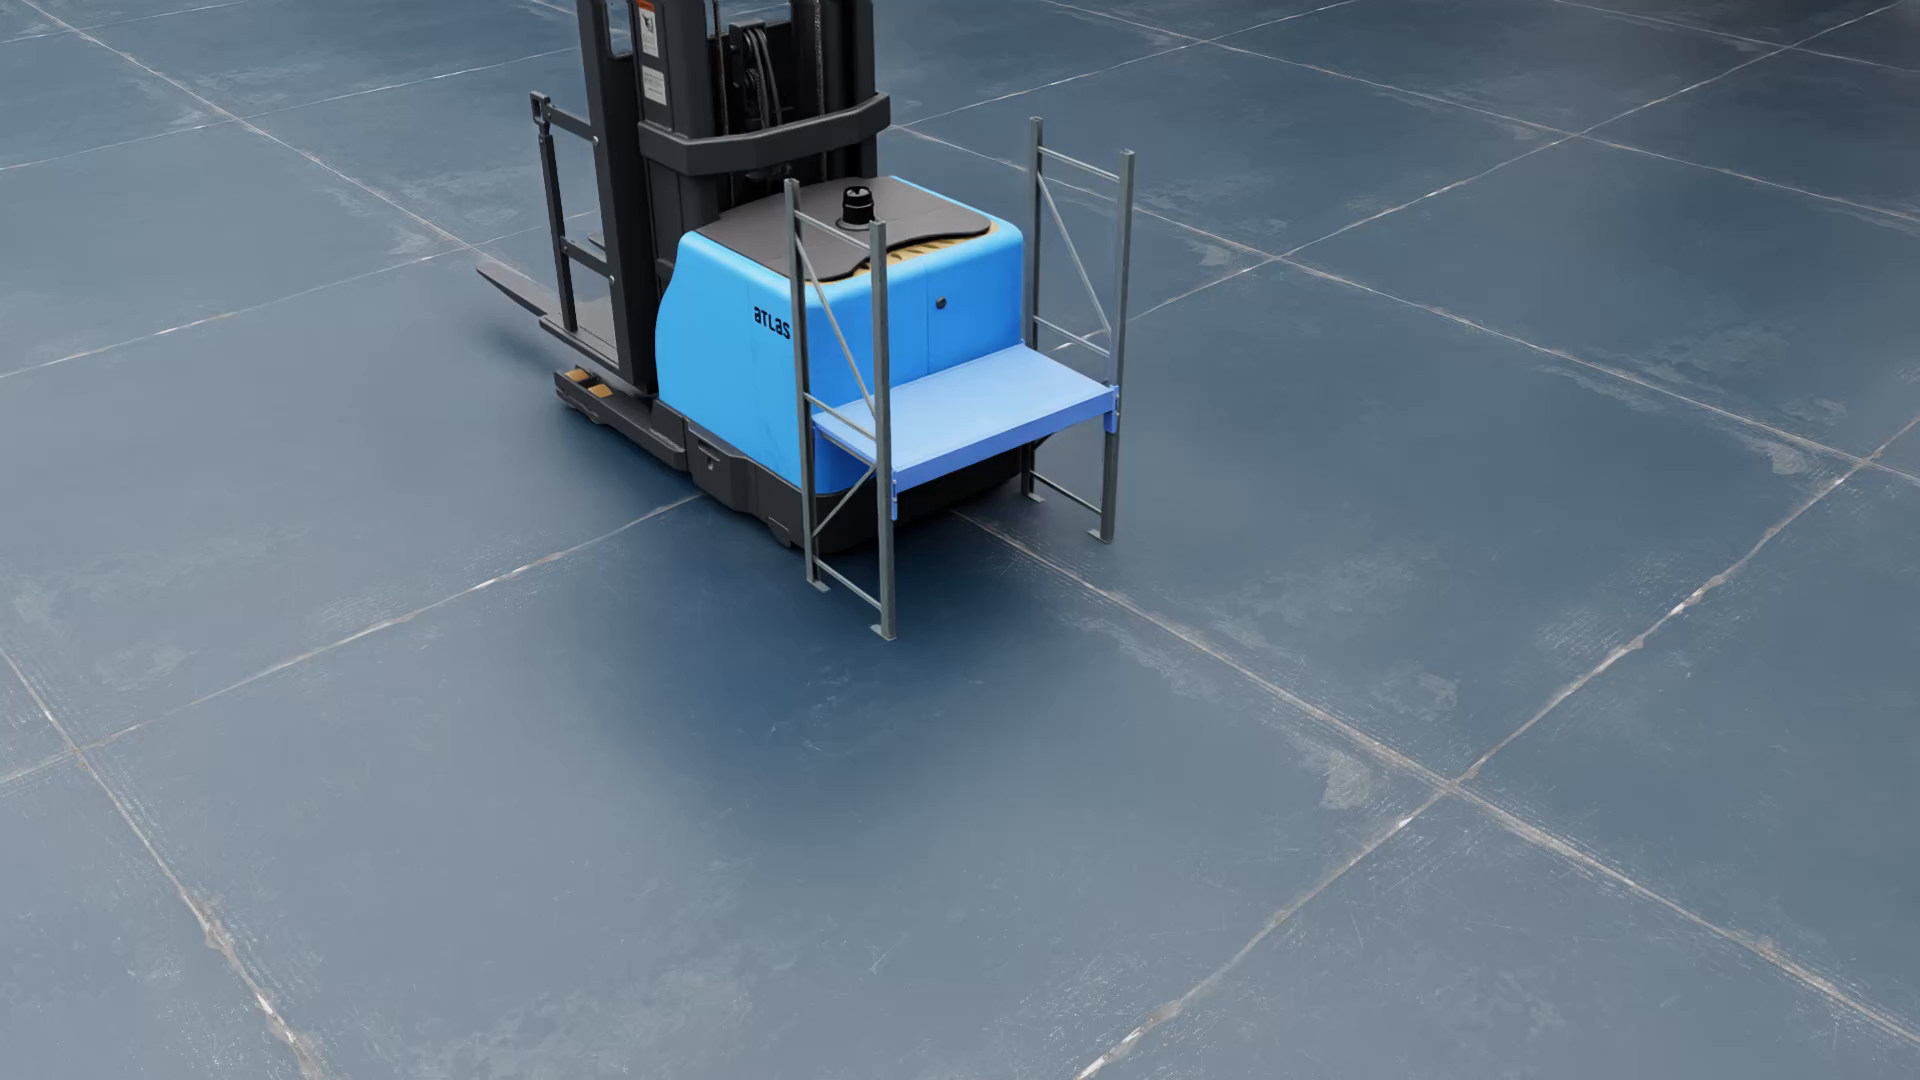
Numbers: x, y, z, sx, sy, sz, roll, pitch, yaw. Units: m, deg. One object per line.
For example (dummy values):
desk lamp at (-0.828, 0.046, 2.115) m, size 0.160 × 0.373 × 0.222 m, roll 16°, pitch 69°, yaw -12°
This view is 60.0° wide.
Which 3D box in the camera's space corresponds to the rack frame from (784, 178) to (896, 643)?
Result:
rack frame at (-0.386, -0.396, 5.459) m, size 0.032 × 1.500 × 0.500 m, roll -23°, pitch 38°, yaw -32°

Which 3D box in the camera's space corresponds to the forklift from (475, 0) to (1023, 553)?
forklift at (-1.092, -1.894, 6.538) m, size 1.130 × 2.935 × 3.031 m, roll -24°, pitch 39°, yaw -34°

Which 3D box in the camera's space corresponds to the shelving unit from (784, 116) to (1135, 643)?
shelving unit at (0.011, -0.561, 5.730) m, size 1.048 × 1.500 × 0.538 m, roll -23°, pitch 38°, yaw -32°

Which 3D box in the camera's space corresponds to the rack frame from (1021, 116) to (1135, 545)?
rack frame at (0.408, -0.727, 6.001) m, size 0.032 × 1.500 × 0.500 m, roll -23°, pitch 38°, yaw -32°

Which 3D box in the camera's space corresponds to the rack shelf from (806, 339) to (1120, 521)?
rack shelf at (0.011, -0.408, 5.824) m, size 1.000 × 0.185 × 0.538 m, roll -23°, pitch 38°, yaw -32°
